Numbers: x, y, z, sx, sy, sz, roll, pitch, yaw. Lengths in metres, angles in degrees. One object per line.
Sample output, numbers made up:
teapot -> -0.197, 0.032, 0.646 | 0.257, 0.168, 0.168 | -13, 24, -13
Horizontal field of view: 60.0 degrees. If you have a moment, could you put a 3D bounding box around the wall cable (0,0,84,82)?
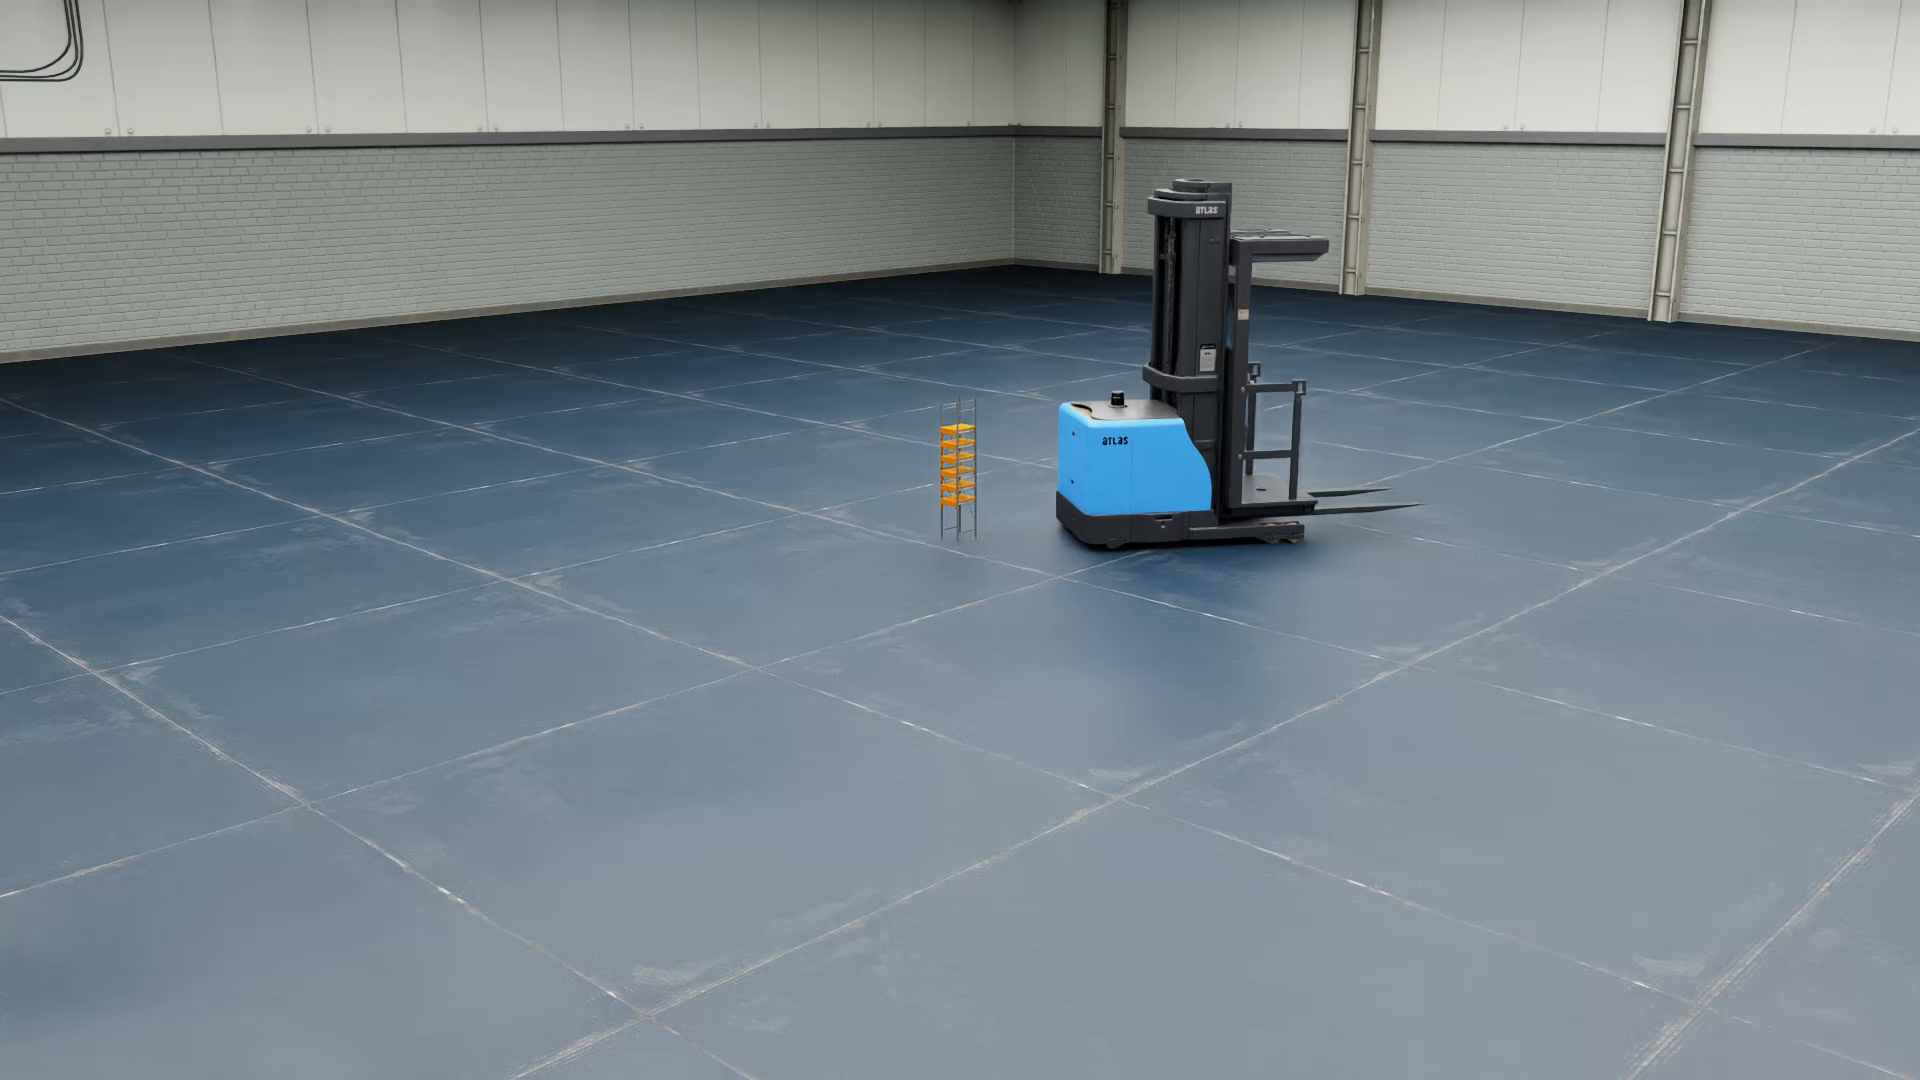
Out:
wall cable -> -13.186, -8.579, 22.264 | 0.169, 6.003, 2.305 | 14, 20, 42

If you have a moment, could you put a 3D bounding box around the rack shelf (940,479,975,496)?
rack shelf -> -0.010, -0.424, 13.832 | 0.180, 0.103, 0.258 | 14, 20, 42

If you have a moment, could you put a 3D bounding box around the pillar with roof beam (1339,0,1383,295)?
pillar with roof beam -> 4.611, -8.343, 28.104 | 0.400, 9.000, 9.100 | 14, 20, 42

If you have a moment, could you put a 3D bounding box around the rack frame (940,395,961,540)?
rack frame -> -0.076, -0.599, 13.852 | 0.006, 1.200, 0.240 | 14, 20, 42

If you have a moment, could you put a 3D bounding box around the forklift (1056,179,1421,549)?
forklift -> 2.401, -1.515, 13.932 | 3.031, 2.935, 1.130 | -3, 15, -11

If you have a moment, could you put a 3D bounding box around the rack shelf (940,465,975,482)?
rack shelf -> -0.010, -0.540, 13.802 | 0.180, 0.103, 0.258 | 14, 20, 42

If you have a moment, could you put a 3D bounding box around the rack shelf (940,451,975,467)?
rack shelf -> -0.010, -0.656, 13.771 | 0.180, 0.103, 0.258 | 14, 20, 42

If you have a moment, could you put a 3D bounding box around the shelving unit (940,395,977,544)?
shelving unit -> -0.010, -0.583, 13.791 | 0.189, 1.200, 0.258 | 14, 20, 42

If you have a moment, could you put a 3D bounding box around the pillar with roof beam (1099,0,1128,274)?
pillar with roof beam -> 0.292, -9.393, 32.135 | 0.400, 9.000, 9.100 | 14, 20, 42

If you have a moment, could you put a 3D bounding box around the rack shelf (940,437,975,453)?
rack shelf -> -0.010, -0.772, 13.741 | 0.180, 0.103, 0.258 | 14, 20, 42

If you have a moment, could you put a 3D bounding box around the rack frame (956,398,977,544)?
rack frame -> 0.055, -0.567, 13.729 | 0.006, 1.200, 0.240 | 14, 20, 42

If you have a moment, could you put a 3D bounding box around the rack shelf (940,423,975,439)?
rack shelf -> -0.010, -0.889, 13.711 | 0.180, 0.103, 0.258 | 14, 20, 42

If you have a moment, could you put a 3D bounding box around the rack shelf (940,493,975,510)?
rack shelf -> -0.010, -0.308, 13.862 | 0.180, 0.103, 0.258 | 14, 20, 42

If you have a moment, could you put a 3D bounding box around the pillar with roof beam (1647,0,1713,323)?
pillar with roof beam -> 8.930, -7.293, 24.074 | 0.400, 9.000, 9.100 | 14, 20, 42
